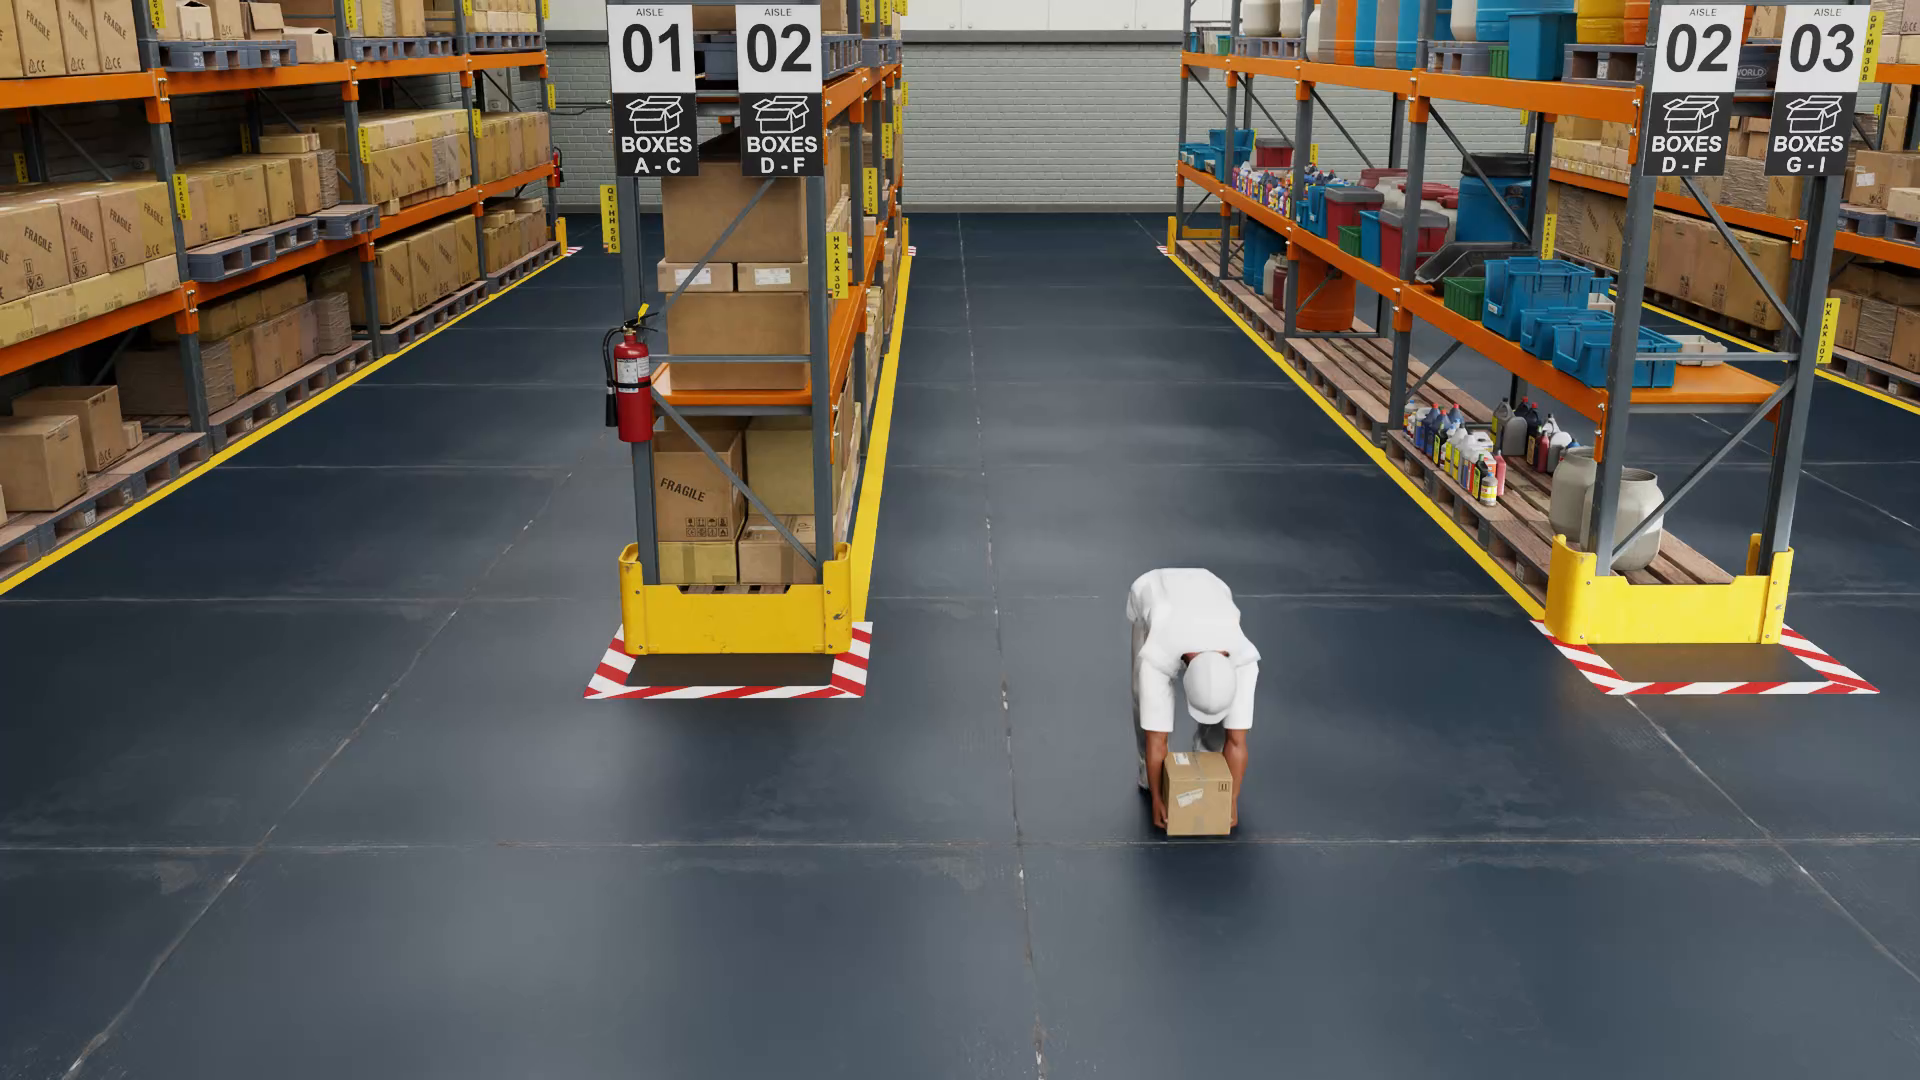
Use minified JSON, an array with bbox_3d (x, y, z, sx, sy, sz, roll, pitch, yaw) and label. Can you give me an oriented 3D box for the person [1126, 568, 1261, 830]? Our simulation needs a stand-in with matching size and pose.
[{"bbox_3d":[0.959,0.630,6.876,0.500,0.925,0.975,-1,17,-3],"label":"person"}]
